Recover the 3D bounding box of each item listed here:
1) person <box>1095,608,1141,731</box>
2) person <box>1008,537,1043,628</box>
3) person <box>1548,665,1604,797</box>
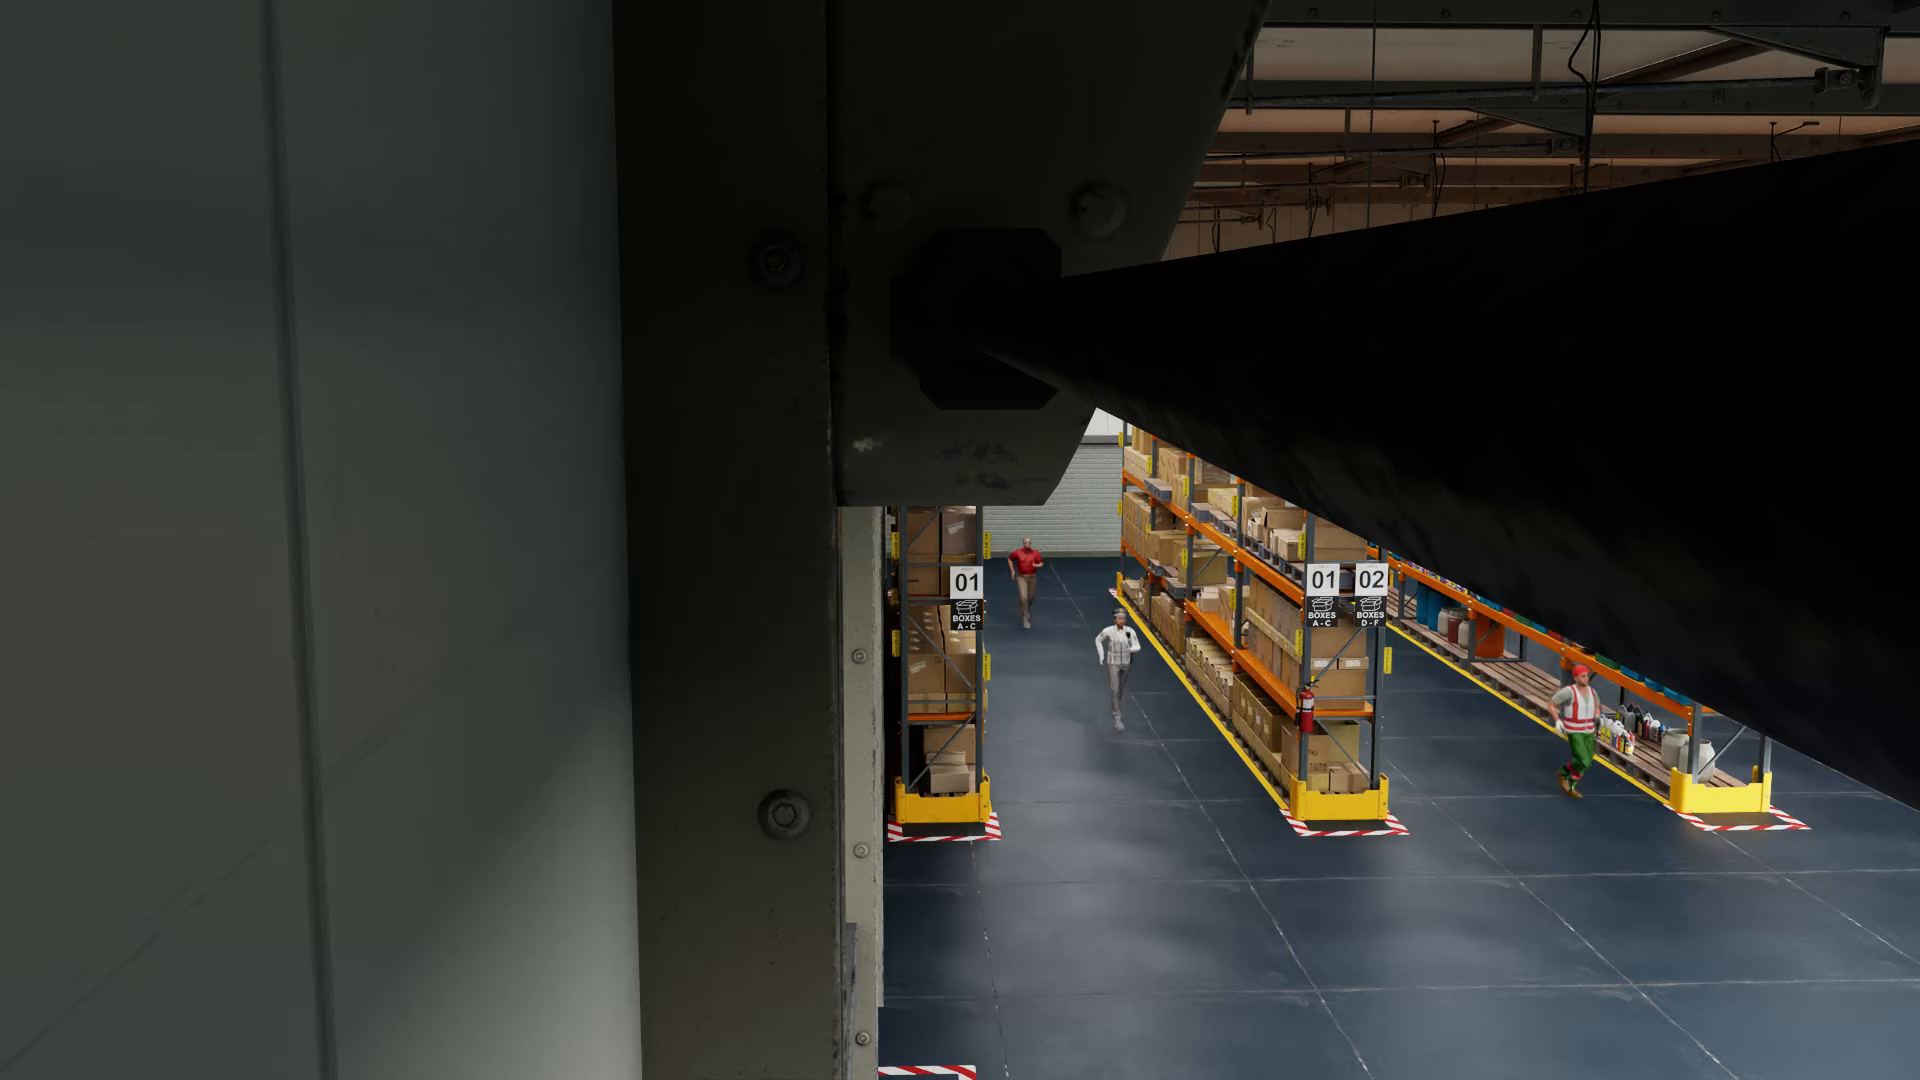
[{"bbox_3d":[2.312,1.828,24.153,0.599,1.717,0.837,-2,8,-11],"label":"person"},{"bbox_3d":[1.328,0.810,33.128,0.655,1.743,0.957,-2,8,-13],"label":"person"},{"bbox_3d":[7.985,2.473,21.369,0.655,1.739,0.578,-3,9,-19],"label":"person"}]
